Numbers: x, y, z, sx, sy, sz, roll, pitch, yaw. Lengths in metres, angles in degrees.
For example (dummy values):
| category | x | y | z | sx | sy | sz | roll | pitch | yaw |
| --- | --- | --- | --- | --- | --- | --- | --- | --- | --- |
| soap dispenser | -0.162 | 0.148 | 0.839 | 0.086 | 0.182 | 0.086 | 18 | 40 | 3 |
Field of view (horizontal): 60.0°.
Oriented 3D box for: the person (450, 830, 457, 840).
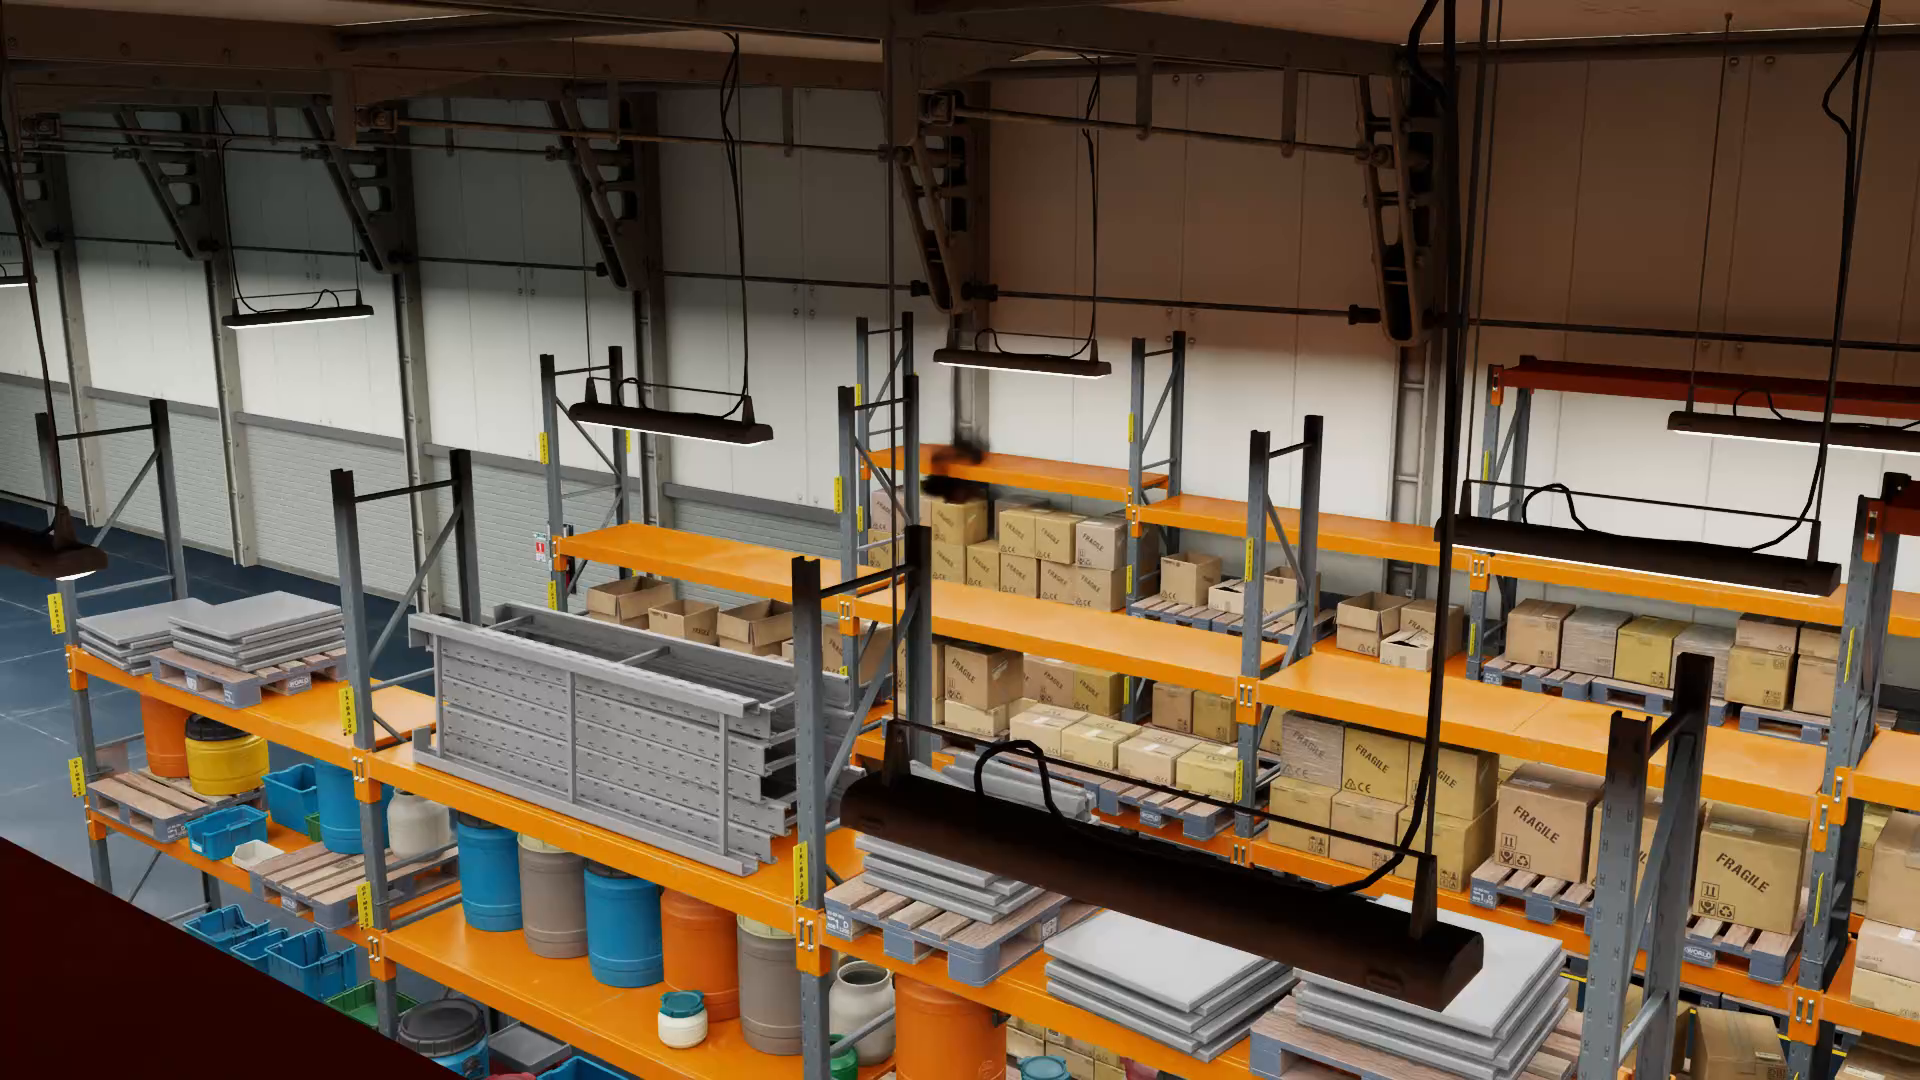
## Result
| category | x | y | z | sx | sy | sz | roll | pitch | yaw |
| --- | --- | --- | --- | --- | --- | --- | --- | --- | --- |
| person | -5.970 | 3.008 | 18.602 | 1.036 | 1.721 | 0.740 | -7 | 15 | -27 |
